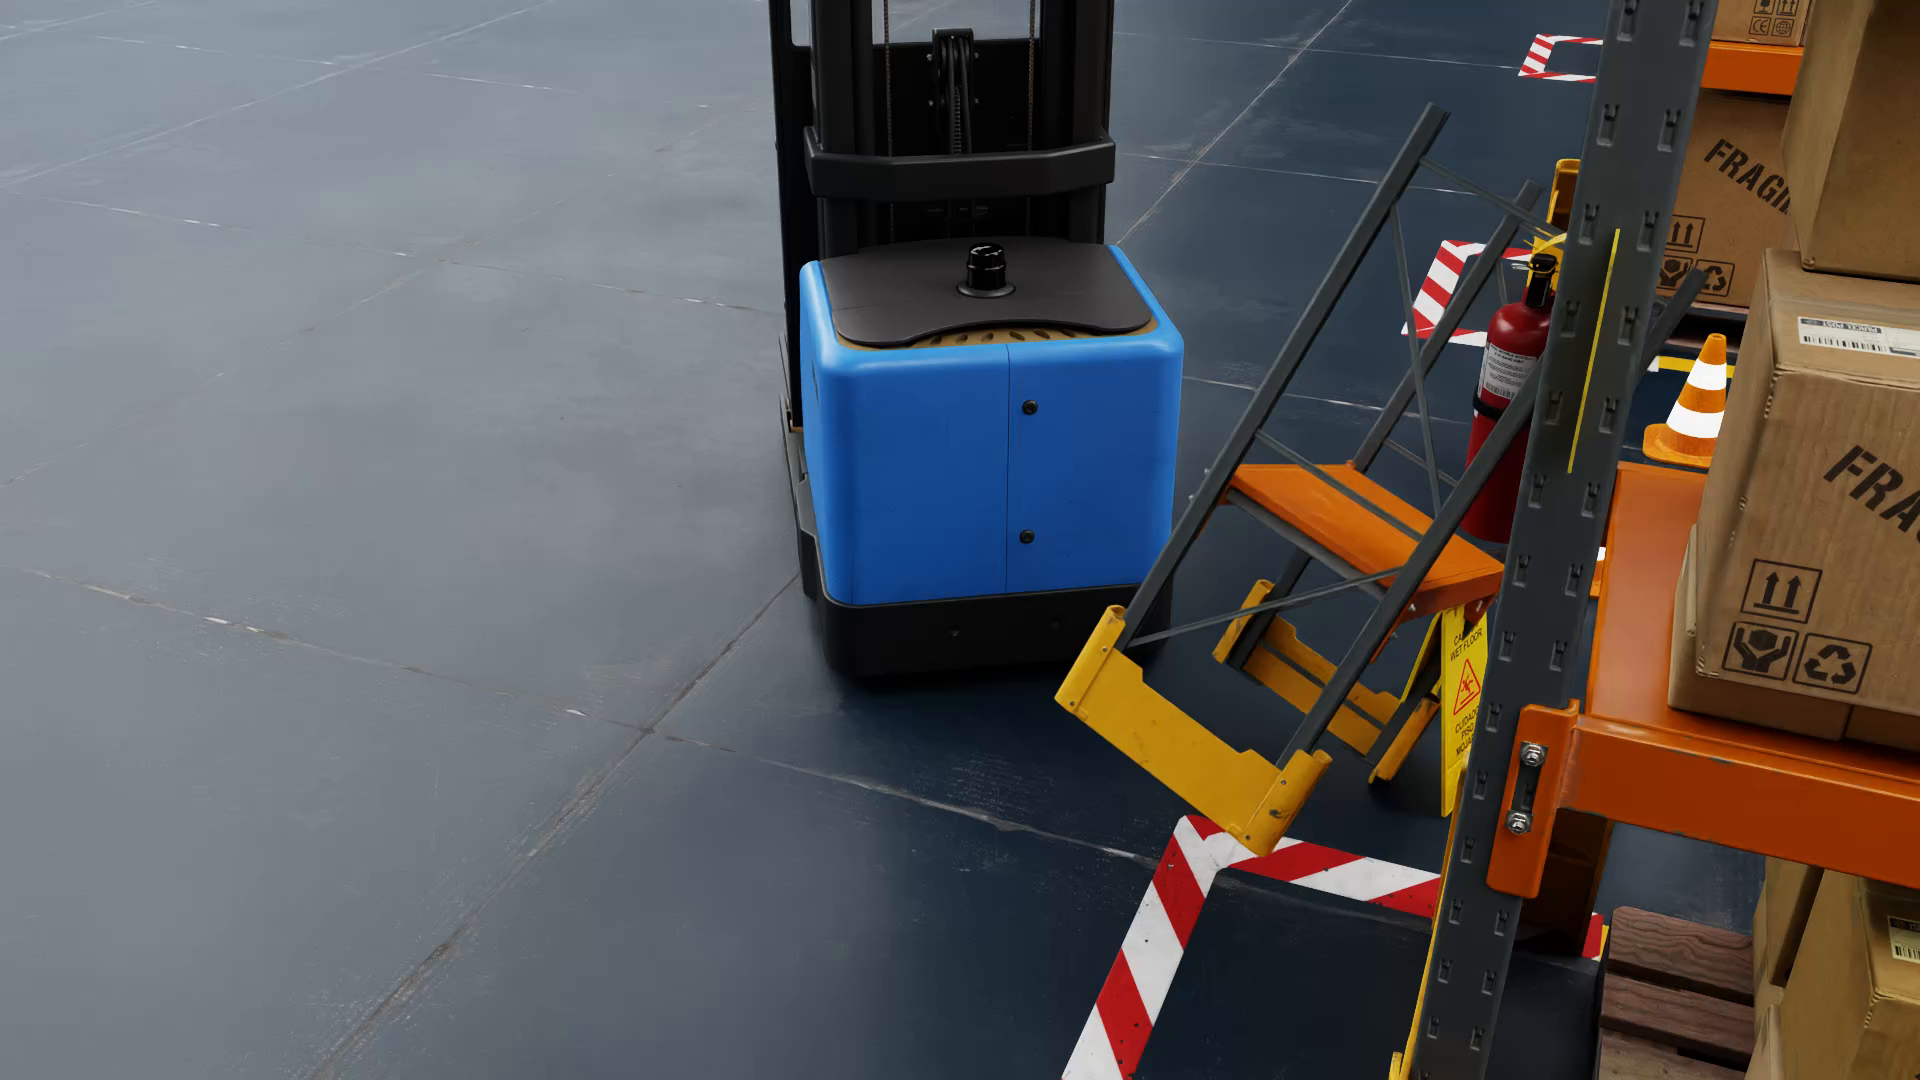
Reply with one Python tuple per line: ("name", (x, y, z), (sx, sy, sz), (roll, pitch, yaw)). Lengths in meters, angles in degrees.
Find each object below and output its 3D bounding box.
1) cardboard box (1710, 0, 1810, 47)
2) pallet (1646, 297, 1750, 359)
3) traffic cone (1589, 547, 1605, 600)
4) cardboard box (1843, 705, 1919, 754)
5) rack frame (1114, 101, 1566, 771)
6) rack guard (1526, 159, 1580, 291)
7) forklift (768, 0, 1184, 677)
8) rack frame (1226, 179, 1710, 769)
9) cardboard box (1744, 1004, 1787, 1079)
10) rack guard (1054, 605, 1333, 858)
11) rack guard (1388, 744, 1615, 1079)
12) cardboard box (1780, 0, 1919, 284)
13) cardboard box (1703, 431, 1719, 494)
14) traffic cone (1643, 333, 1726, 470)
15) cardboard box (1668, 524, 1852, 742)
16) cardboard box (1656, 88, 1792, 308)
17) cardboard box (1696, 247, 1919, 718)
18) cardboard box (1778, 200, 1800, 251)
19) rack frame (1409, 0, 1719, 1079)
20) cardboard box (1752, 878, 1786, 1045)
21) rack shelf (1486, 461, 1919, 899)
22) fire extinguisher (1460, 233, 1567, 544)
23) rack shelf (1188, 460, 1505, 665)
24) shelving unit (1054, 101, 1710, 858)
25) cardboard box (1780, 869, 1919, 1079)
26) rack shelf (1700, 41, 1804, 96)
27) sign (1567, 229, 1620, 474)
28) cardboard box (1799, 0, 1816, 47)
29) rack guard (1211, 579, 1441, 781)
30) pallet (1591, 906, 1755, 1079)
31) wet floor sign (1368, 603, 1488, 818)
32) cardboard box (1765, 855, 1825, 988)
("cardboard box", (3.198, -2.419, 6.829), (0.550, 0.550, 0.875), (11, 31, 19))
("pallet", (3.607, -1.076, 7.438), (1.213, 0.211, 1.003), (11, 31, 19))
("traffic cone", (2.055, -0.099, 5.455), (0.334, 0.463, 0.336), (11, 31, 19))
("cardboard box", (1.546, 0.181, 2.637), (0.250, 0.149, 0.380), (12, 32, 20))
("rack frame", (0.781, -0.110, 3.447), (0.500, 1.500, 0.032), (36, 19, 23))
("rack guard", (2.815, -1.318, 7.574), (0.348, 0.500, 1.175), (11, 31, 19))
("forklift", (-0.094, -1.579, 5.564), (1.130, 2.935, 3.031), (-4, 30, -8))
("rack frame", (1.279, -0.148, 4.333), (0.500, 1.500, 0.032), (36, 19, 23))
("cardboard box", (1.713, 1.163, 3.011), (0.500, 0.250, 0.500), (11, 31, 19))
("rack guard", (0.502, 0.412, 3.649), (0.587, 0.250, 0.087), (36, 19, 23))
("rack guard", (1.140, 0.976, 3.515), (0.348, 0.500, 1.175), (11, 31, 19))
("cardboard box", (1.625, -0.739, 2.590), (0.500, 0.500, 0.700), (11, 31, 18))
("cardboard box", (1.497, -0.045, 3.037), (0.250, 0.149, 0.380), (12, 32, 21))
("traffic cone", (2.795, -0.552, 6.256), (0.334, 0.463, 0.336), (11, 31, 19))
("cardboard box", (1.307, 0.141, 2.708), (0.250, 0.149, 0.380), (11, 31, 19))
("cardboard box", (3.490, -1.564, 7.202), (0.875, 0.875, 0.875), (11, 31, 19))
("cardboard box", (1.404, -0.085, 2.448), (0.500, 0.500, 0.500), (11, 31, 18))
("cardboard box", (1.676, -0.324, 2.871), (0.500, 0.500, 0.500), (11, 31, 18))
("rack frame", (1.070, -0.126, 2.925), (0.127, 3.000, 1.000), (11, 31, 19))
("cardboard box", (1.942, 0.919, 3.443), (0.500, 0.250, 0.500), (11, 31, 19))
("rack shelf", (2.923, 0.557, 2.447), (4.000, 0.370, 1.077), (11, 31, 19))
("fire extinguisher", (1.137, -0.324, 3.353), (0.183, 0.674, 0.296), (11, 31, 19))
("rack shelf", (0.947, 0.021, 3.943), (0.538, 0.185, 1.000), (36, 19, 23))
("shelving unit", (1.034, -0.130, 3.898), (0.587, 1.500, 1.083), (36, 19, 23))
("cardboard box", (1.735, 0.841, 2.819), (0.500, 0.500, 0.500), (10, 31, 17))
("rack shelf", (4.690, -1.719, 6.473), (4.000, 0.370, 1.077), (11, 31, 19))
("sign", (0.866, -0.256, 2.274), (0.005, 0.325, 0.100), (11, 31, 19))
("cardboard box", (3.716, -2.327, 6.667), (0.550, 0.550, 0.875), (11, 31, 19))
("rack guard", (0.990, 0.374, 4.517), (0.587, 0.250, 0.087), (36, 19, 23))
("pallet", (1.880, 1.268, 3.292), (1.213, 0.211, 1.003), (11, 31, 19))
("wet floor sign", (1.296, 0.376, 4.429), (0.232, 0.644, 0.267), (24, 37, 36))
("cardboard box", (1.910, 0.591, 3.262), (0.500, 0.500, 0.500), (11, 31, 19))
